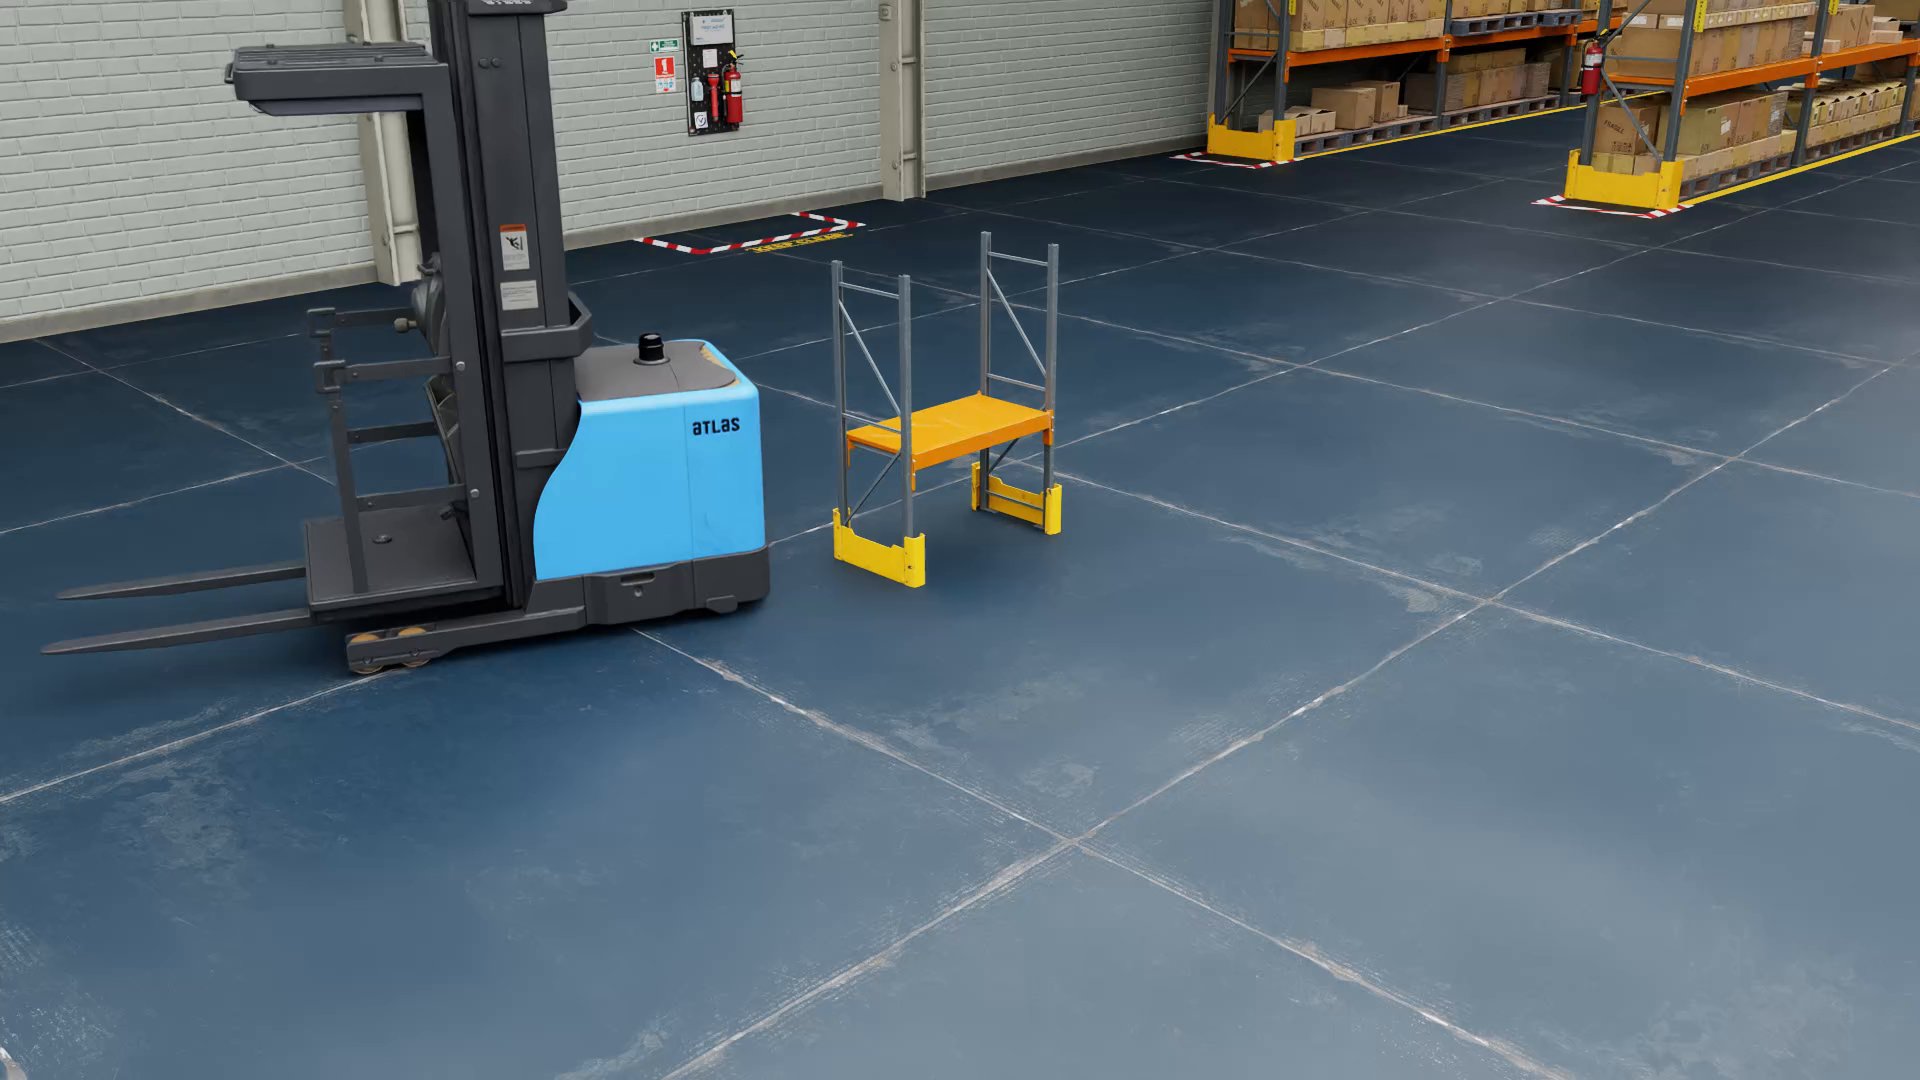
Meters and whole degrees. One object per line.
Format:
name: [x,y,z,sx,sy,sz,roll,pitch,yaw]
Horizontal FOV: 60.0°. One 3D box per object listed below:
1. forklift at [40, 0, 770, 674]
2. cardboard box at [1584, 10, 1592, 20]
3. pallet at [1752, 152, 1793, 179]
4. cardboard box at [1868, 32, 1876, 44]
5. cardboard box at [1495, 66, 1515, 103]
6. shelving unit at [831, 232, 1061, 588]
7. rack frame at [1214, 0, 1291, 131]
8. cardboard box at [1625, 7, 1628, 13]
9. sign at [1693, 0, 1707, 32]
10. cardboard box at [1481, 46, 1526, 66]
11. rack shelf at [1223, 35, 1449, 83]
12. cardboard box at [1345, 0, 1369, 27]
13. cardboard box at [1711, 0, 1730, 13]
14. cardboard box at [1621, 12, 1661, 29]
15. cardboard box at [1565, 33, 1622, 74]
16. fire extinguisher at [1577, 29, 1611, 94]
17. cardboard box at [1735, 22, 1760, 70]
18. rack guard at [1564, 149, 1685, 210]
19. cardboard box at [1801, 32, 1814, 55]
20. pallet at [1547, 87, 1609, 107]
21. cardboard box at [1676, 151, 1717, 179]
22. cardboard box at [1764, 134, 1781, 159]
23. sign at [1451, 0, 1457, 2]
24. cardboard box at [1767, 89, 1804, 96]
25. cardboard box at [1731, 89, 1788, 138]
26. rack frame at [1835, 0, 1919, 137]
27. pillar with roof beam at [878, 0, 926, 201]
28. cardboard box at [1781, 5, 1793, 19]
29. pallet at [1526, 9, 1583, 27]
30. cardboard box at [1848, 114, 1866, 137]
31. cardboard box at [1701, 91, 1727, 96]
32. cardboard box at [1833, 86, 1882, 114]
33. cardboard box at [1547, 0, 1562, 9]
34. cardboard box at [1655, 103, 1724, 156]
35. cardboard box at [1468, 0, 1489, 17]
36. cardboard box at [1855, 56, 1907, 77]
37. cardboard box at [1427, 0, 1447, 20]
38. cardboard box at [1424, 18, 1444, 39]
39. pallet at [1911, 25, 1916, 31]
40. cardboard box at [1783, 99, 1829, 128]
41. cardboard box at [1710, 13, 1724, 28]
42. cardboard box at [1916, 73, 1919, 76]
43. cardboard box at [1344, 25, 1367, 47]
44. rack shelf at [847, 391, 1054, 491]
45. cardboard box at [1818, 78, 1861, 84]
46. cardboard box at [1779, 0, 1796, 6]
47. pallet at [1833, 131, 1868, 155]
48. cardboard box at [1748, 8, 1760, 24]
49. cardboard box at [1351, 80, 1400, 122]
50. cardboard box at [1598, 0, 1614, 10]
forklift: [-2.454,-1.012,7.121,3.031,2.935,1.130,-8,22,-20]
cardboard box: [9.850,-8.388,26.539,0.250,0.149,0.380,-20,29,-41]
pallet: [9.449,-4.644,20.363,1.003,0.211,1.213,19,28,41]
cardboard box: [11.975,-6.709,22.198,0.250,0.149,0.380,-18,27,-38]
cardboard box: [8.039,-7.009,25.500,0.700,0.500,0.500,19,28,40]
shelving unit: [-0.053,-0.680,8.255,0.587,1.500,1.083,19,28,41]
rack frame: [3.692,-6.350,20.915,1.000,3.000,0.127,19,28,41]
cardboard box: [10.919,-8.788,27.580,0.250,0.149,0.380,-19,28,-40]
sign: [7.637,-5.412,17.157,0.100,0.325,0.005,19,28,41]
cardboard box: [8.365,-7.466,25.645,0.500,0.250,0.500,-20,28,-41]
rack shelf: [5.087,-6.529,22.382,1.077,0.370,4.000,19,28,41]
cardboard box: [4.957,-6.943,21.593,0.500,0.500,0.500,18,27,39]
cardboard box: [7.978,-6.031,18.136,0.700,0.500,0.500,18,28,39]
cardboard box: [7.374,-5.607,17.937,0.380,0.149,0.250,19,28,40]
cardboard box: [10.495,-7.979,27.564,0.750,0.750,0.750,19,28,40]
fire extinguisher: [6.828,-5.161,17.929,0.296,0.674,0.183,19,28,41]
cardboard box: [8.656,-5.674,19.015,0.500,0.500,0.700,-19,28,-40]
rack guard: [7.227,-3.938,18.125,1.175,0.500,0.348,19,28,41]
cardboard box: [10.346,-6.207,20.752,0.500,0.250,0.500,-18,27,-39]
pallet: [9.877,-7.289,27.244,1.003,0.211,1.213,19,28,41]
cardboard box: [8.123,-4.236,18.661,0.500,0.250,0.500,19,28,41]
cardboard box: [9.511,-4.752,20.005,0.500,0.250,0.500,19,28,41]
sign: [6.876,-7.649,23.087,0.100,0.325,0.005,19,28,41]
cardboard box: [10.819,-5.753,21.826,0.500,0.311,0.500,19,28,40]
cardboard box: [9.510,-5.103,19.871,0.500,0.500,0.500,19,28,41]
rack frame: [12.824,-7.168,23.042,1.000,3.000,0.127,19,28,41]
pillar with roof beam: [2.459,-6.927,14.054,9.100,9.000,0.400,19,28,41]
cardboard box: [9.460,-6.167,19.394,0.380,0.149,0.250,19,28,41]
pallet: [8.852,-8.107,25.754,1.213,0.211,1.003,19,28,41]
cardboard box: [11.565,-5.489,21.922,0.500,0.250,0.500,-20,28,-41]
cardboard box: [8.789,-5.104,19.876,0.500,0.500,0.500,19,28,41]
cardboard box: [11.923,-5.882,22.162,0.500,0.311,0.500,19,28,40]
cardboard box: [8.952,-8.535,25.848,0.700,0.500,0.500,15,26,35]
cardboard box: [8.124,-4.585,18.525,0.500,0.500,0.500,19,28,41]
cardboard box: [7.257,-7.895,24.181,0.500,0.500,0.700,-17,27,-37]
cardboard box: [13.345,-6.871,24.096,0.500,0.250,0.500,-19,28,-40]
cardboard box: [6.374,-7.469,22.962,0.500,0.500,0.500,19,28,41]
cardboard box: [6.369,-7.120,23.100,0.500,0.250,0.500,19,28,41]
pallet: [14.178,-7.579,24.380,1.003,0.211,1.213,19,28,41]
cardboard box: [10.501,-5.358,20.799,0.500,0.311,0.500,19,28,41]
cardboard box: [8.029,-5.640,18.024,0.380,0.149,0.250,19,28,41]
cardboard box: [14.061,-6.516,24.216,0.500,0.500,0.500,19,28,40]
cardboard box: [4.971,-6.602,21.752,0.500,0.250,0.500,19,28,40]
rack shelf: [-0.060,-0.510,8.313,0.538,0.185,1.000,19,28,41]
cardboard box: [12.249,-6.281,23.201,0.500,0.311,0.500,-19,28,-40]
cardboard box: [9.377,-6.546,19.477,0.700,0.500,0.500,19,28,41]
pallet: [11.371,-5.352,22.206,1.003,0.211,1.213,19,28,41]
cardboard box: [8.744,-5.903,18.707,0.380,0.149,0.250,20,28,41]
cardboard box: [5.787,-6.140,23.240,0.500,0.500,0.500,17,27,37]
cardboard box: [10.167,-8.795,26.693,0.500,0.500,0.500,-19,28,-40]
